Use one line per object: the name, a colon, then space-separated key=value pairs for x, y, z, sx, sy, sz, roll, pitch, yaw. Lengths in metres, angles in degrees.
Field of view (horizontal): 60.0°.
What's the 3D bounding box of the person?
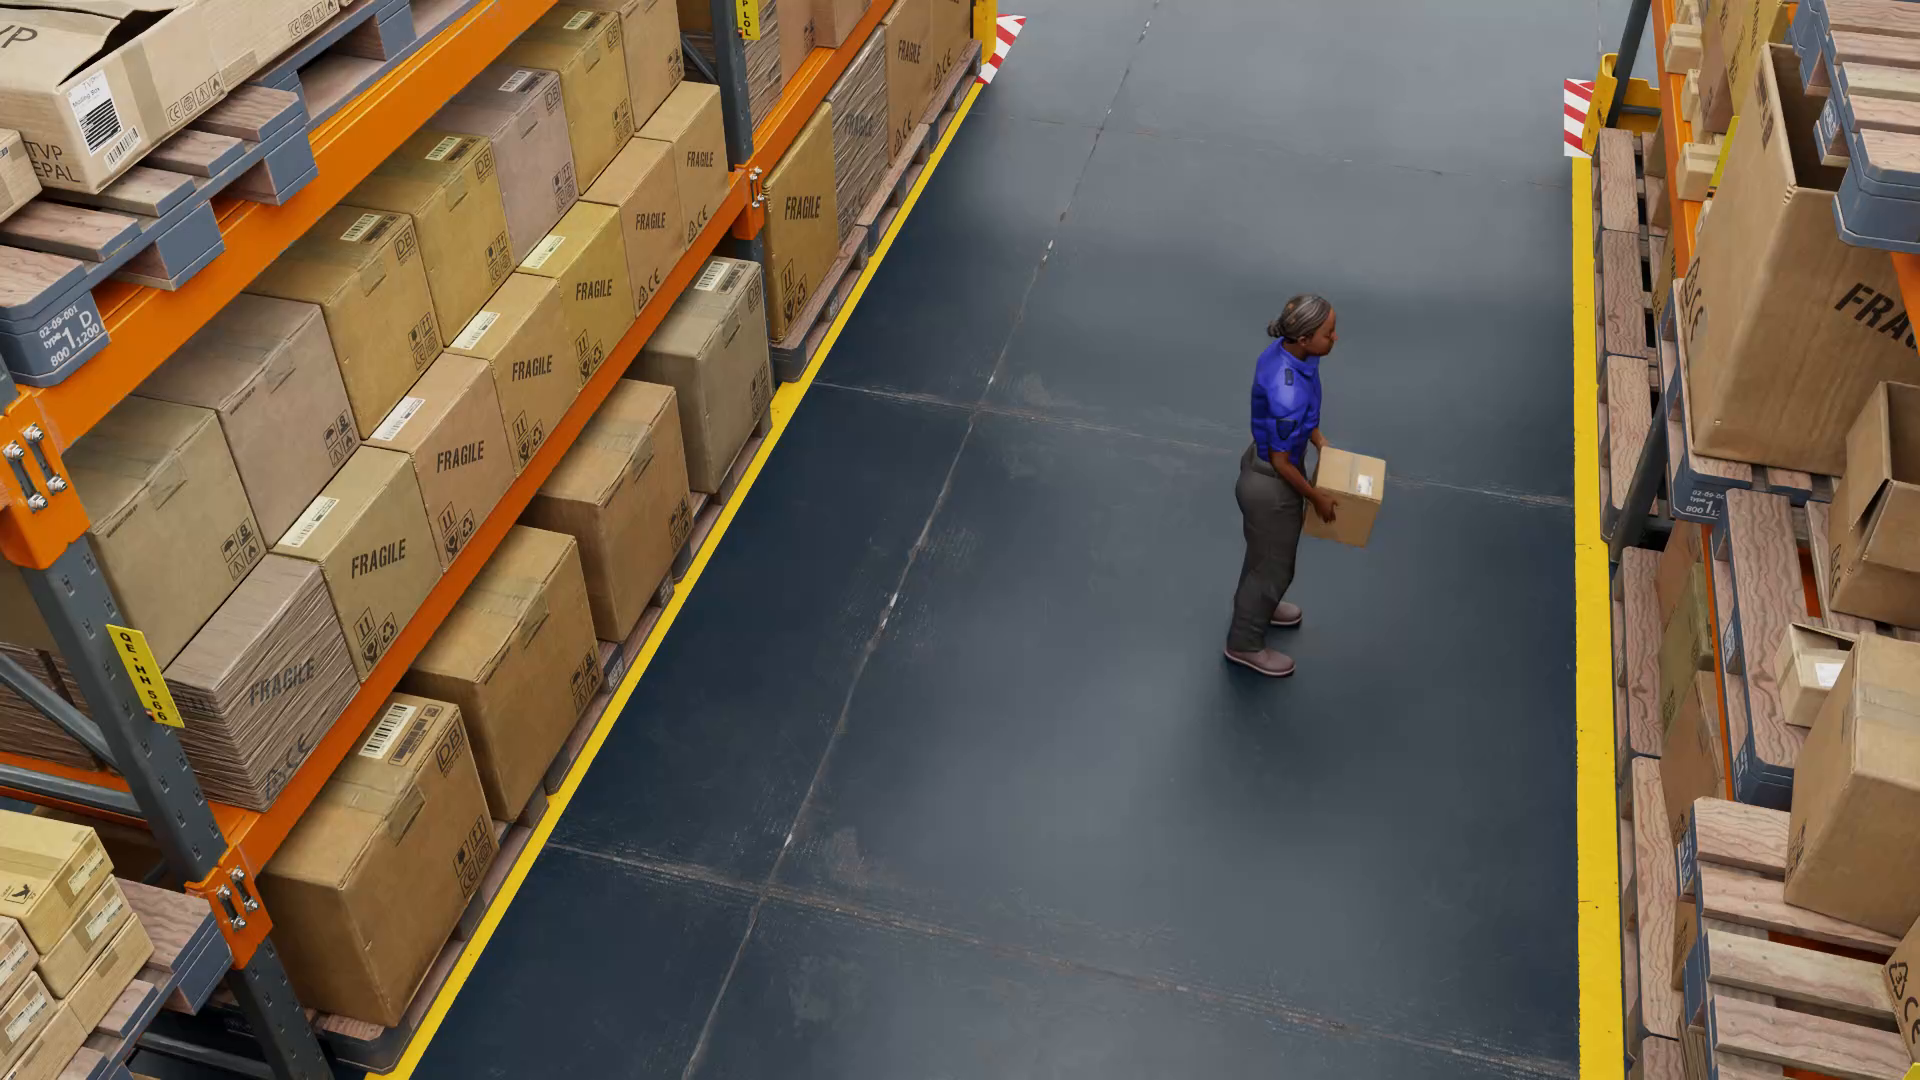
person: x=1.275 y=-0.225 z=6.413 sx=0.405 sy=1.663 sz=0.479 roll=9 pitch=42 yaw=11
